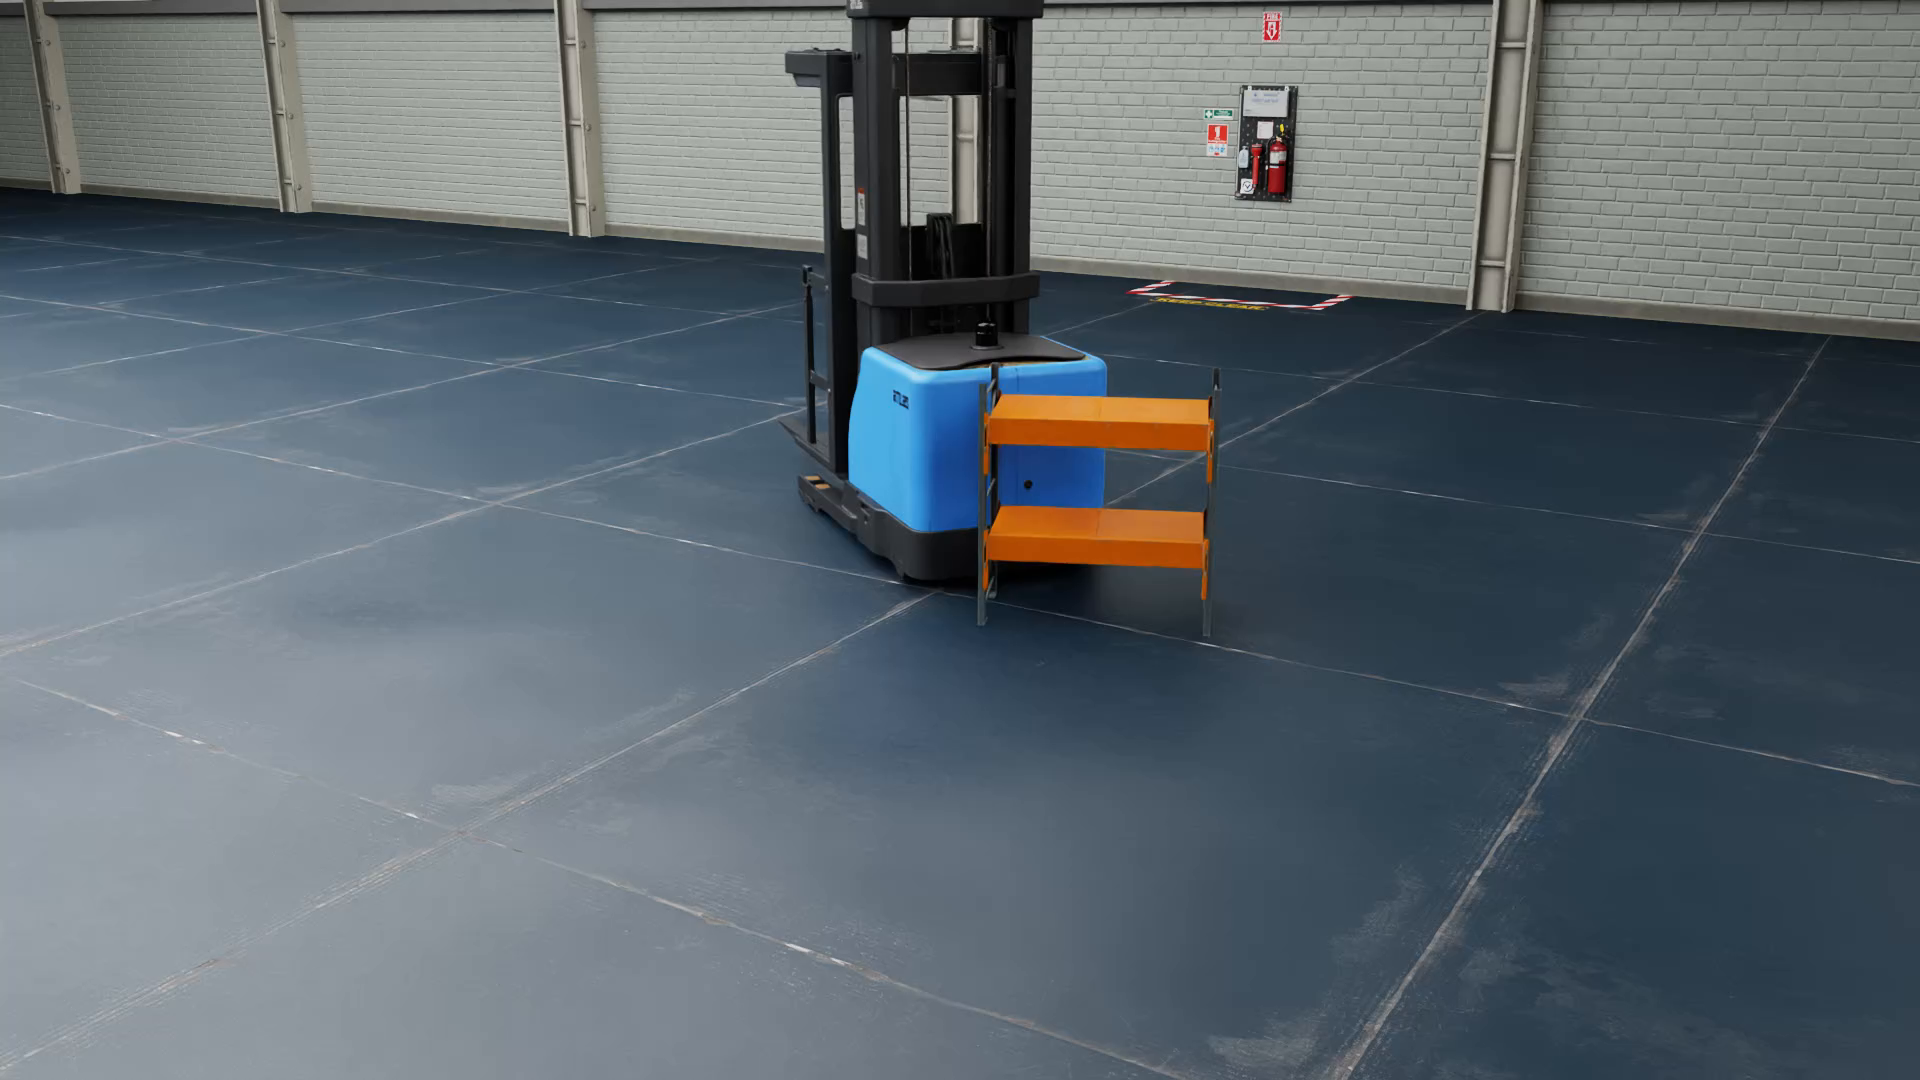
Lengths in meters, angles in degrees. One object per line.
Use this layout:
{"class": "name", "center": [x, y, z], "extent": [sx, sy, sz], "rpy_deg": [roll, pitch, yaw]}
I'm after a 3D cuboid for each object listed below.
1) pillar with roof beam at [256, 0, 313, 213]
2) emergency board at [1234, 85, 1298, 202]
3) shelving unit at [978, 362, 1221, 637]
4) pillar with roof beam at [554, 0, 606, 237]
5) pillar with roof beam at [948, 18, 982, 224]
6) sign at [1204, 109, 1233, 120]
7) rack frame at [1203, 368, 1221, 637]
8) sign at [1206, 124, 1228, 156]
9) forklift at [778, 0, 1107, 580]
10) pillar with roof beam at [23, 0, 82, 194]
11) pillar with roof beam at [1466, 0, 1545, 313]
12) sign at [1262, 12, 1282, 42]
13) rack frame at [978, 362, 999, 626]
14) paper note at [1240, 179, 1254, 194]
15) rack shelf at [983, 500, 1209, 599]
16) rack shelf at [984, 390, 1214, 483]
{"class": "pillar with roof beam", "center": [-12.370, -8.253, 20.567], "extent": [0.400, 9.000, 9.100], "rpy_deg": [10, 20, 30]}
{"class": "emergency board", "center": [3.135, -4.096, 17.204], "extent": [0.643, 1.169, 0.194], "rpy_deg": [10, 20, 30]}
{"class": "shelving unit", "center": [0.635, -0.196, 7.591], "extent": [1.048, 1.125, 0.538], "rpy_deg": [2, 17, 8]}
{"class": "pillar with roof beam", "center": [-7.258, -7.340, 17.563], "extent": [0.400, 9.000, 9.100], "rpy_deg": [10, 20, 30]}
{"class": "pillar with roof beam", "center": [-2.145, -6.427, 14.558], "extent": [0.400, 9.000, 9.100], "rpy_deg": [10, 20, 30]}
{"class": "sign", "center": [2.717, -4.473, 17.473], "extent": [0.331, 0.109, 0.001], "rpy_deg": [10, 20, 30]}
{"class": "rack frame", "center": [1.139, -0.176, 7.525], "extent": [0.032, 1.125, 0.500], "rpy_deg": [2, 17, 8]}
{"class": "sign", "center": [2.718, -4.223, 17.560], "extent": [0.234, 0.329, 0.001], "rpy_deg": [10, 20, 30]}
{"class": "forklift", "center": [-0.286, -1.594, 9.088], "extent": [1.130, 2.935, 3.031], "rpy_deg": [-7, 18, -21]}
{"class": "pillar with roof beam", "center": [-17.483, -9.165, 23.572], "extent": [0.400, 9.000, 9.100], "rpy_deg": [10, 20, 30]}
{"class": "pillar with roof beam", "center": [2.968, -5.515, 11.554], "extent": [0.400, 9.000, 9.100], "rpy_deg": [10, 20, 30]}
{"class": "sign", "center": [3.180, -5.231, 16.953], "extent": [0.199, 0.298, 0.001], "rpy_deg": [10, 20, 30]}
{"class": "rack frame", "center": [0.132, -0.216, 7.658], "extent": [0.032, 1.125, 0.500], "rpy_deg": [2, 17, 8]}
{"class": "paper note", "center": [3.020, -3.718, 17.477], "extent": [0.142, 0.148, 0.016], "rpy_deg": [10, 20, 30]}
{"class": "rack shelf", "center": [0.635, 0.038, 7.662], "extent": [1.000, 0.278, 0.538], "rpy_deg": [2, 17, 8]}
{"class": "rack shelf", "center": [0.635, -0.476, 7.506], "extent": [1.000, 0.278, 0.538], "rpy_deg": [2, 17, 8]}
